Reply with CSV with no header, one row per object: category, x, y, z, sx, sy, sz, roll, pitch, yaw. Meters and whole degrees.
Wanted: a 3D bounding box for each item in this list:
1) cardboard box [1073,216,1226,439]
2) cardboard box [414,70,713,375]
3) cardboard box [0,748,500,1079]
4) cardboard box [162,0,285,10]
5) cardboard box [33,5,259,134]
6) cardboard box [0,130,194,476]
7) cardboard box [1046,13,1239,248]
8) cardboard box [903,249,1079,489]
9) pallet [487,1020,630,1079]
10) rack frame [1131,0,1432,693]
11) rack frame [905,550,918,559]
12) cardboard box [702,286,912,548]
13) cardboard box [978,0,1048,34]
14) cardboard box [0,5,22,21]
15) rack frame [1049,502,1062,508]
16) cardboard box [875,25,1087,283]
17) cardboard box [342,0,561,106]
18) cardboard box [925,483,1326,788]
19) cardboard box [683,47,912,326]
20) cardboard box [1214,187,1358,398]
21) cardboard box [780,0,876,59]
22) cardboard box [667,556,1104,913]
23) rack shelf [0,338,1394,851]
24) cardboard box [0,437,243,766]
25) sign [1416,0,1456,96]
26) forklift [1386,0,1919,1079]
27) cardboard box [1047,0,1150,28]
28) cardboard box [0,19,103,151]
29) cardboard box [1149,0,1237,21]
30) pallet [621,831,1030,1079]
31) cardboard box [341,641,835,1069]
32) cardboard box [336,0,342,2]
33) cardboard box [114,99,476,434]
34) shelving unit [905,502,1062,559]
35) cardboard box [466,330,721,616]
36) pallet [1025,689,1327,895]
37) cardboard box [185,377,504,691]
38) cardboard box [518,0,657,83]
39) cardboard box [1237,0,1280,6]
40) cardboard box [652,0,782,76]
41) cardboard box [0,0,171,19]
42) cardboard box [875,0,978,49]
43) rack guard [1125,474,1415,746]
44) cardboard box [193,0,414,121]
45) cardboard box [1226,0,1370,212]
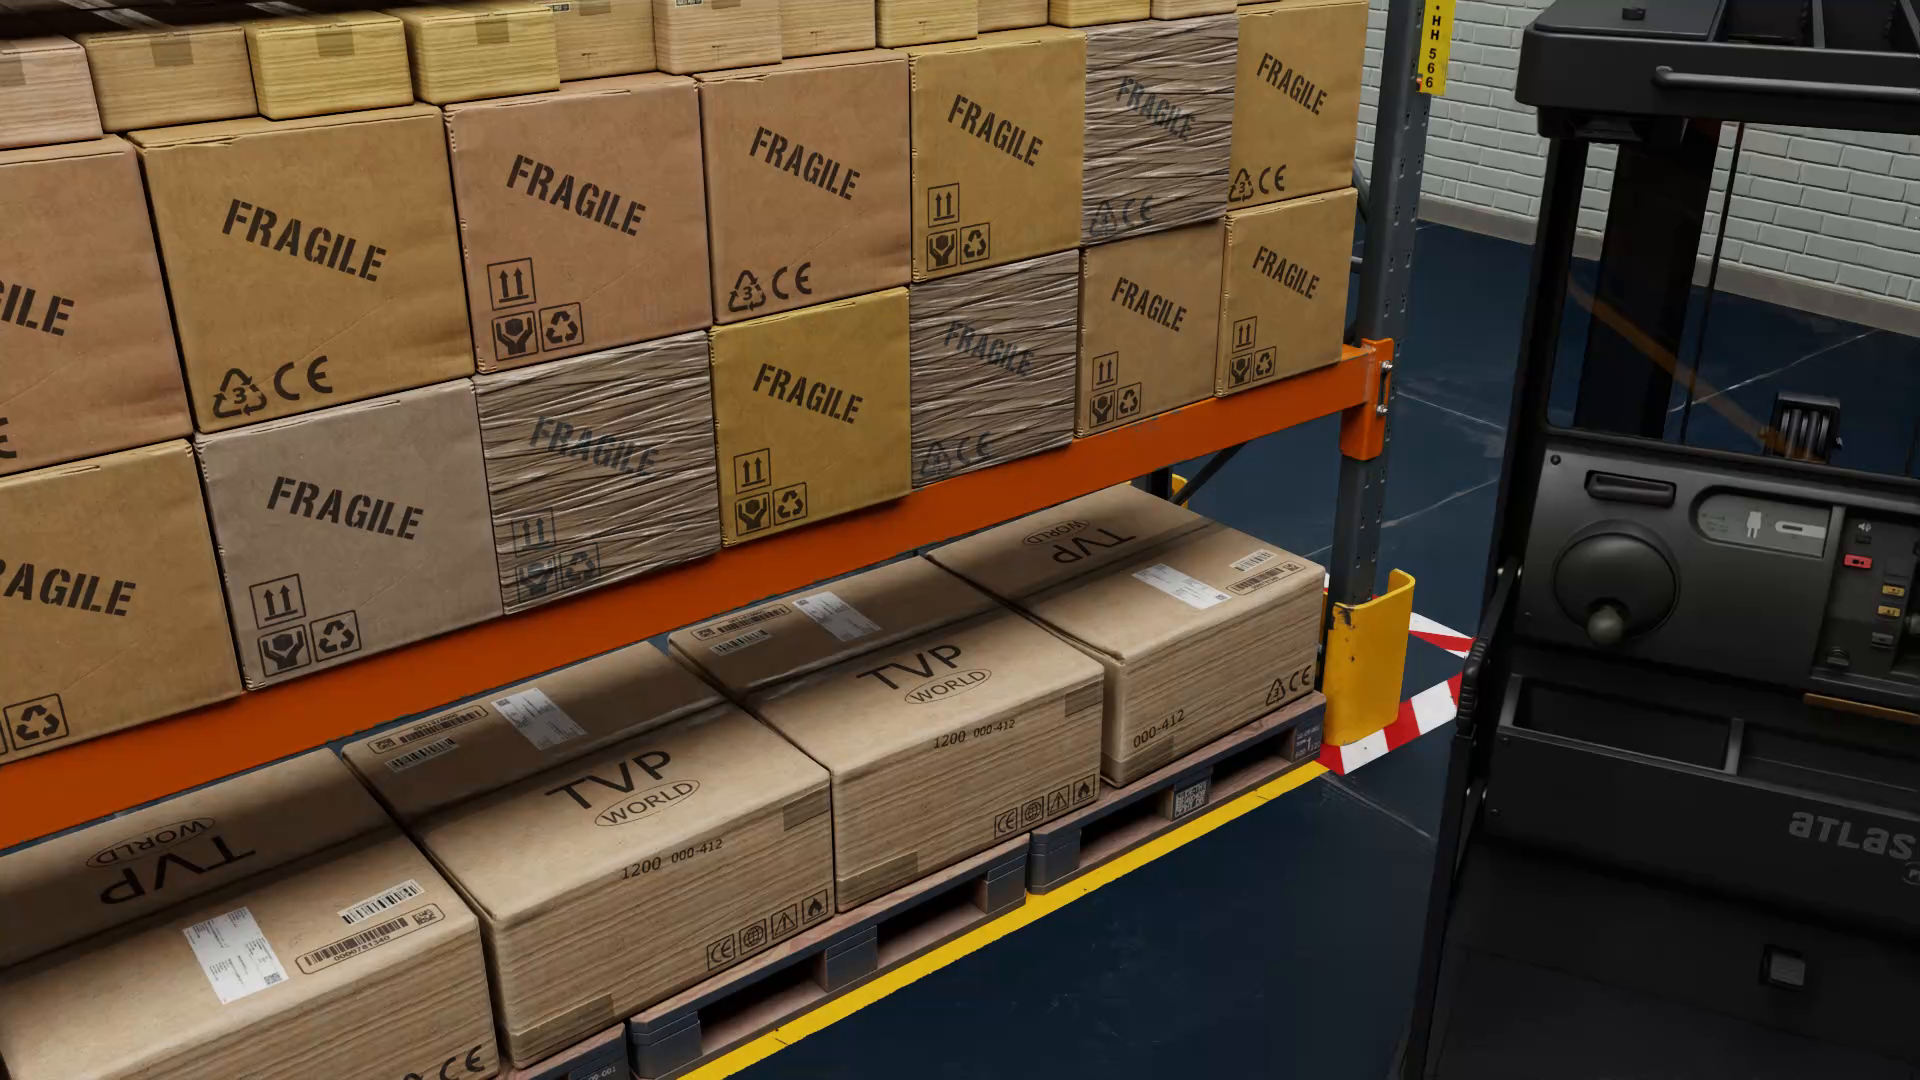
cardboard box,0.339,-0.627,4.420,0.500,0.500,0.500,-19,31,-35
cardboard box,-0.853,-0.682,3.350,0.500,0.500,0.500,-18,30,-33
cardboard box,-1.628,0.963,3.657,0.875,0.438,0.875,-19,31,-35
cardboard box,-1.478,-1.026,3.320,0.250,0.149,0.380,-19,31,-34
cardboard box,-1.413,-0.823,2.883,0.250,0.149,0.380,-19,31,-35
cardboard box,-1.664,-0.424,2.793,0.500,0.500,0.500,-18,30,-34
cardboard box,0.333,-1.070,4.185,0.500,0.500,0.500,-18,30,-34
cardboard box,-0.060,-0.491,4.125,0.500,0.500,0.500,-17,30,-33
pallet,-1.542,1.212,3.888,1.213,0.211,1.003,-18,31,-34
rack frame,0.959,-0.920,5.170,0.127,3.000,1.000,-18,31,-34
rack frame,-0.293,-0.583,6.226,0.023,1.500,0.400,-18,31,-34
cardboard box,-0.459,-0.352,3.827,0.500,0.500,0.500,-17,30,-33
cardboard box,-0.009,-1.289,3.887,0.250,0.149,0.380,-19,31,-34
cardboard box,-1.868,-0.893,3.033,0.250,0.149,0.380,-17,30,-33
rack frame,0.283,-0.774,6.635,0.023,1.500,0.400,-18,31,-34
cardboard box,-0.058,-0.942,3.911,0.500,0.500,0.500,-18,31,-34
cardboard box,-0.953,-0.927,3.106,0.250,0.149,0.380,-19,31,-35
cardboard box,0.501,0.256,5.180,0.875,0.438,0.875,-19,31,-36
cardboard box,-0.455,-0.812,3.631,0.500,0.500,0.500,-19,31,-34
cardboard box,0.743,-0.753,4.690,0.500,0.500,0.500,-18,30,-34
cardboard box,-0.388,-1.142,3.571,0.250,0.149,0.380,-17,30,-32
cardboard box,-0.214,0.496,4.662,0.875,0.438,0.875,-17,30,-33
rack shelf,-0.615,-0.075,4.202,4.000,0.370,1.077,-18,31,-34
cardboard box,-1.658,0.038,2.986,0.500,0.500,0.500,-17,30,-32
sign,1.283,-1.370,4.482,0.005,0.325,0.100,-18,31,-34
forklift,1.510,0.101,3.050,1.130,2.935,3.031,11,27,22
cardboard box,0.240,-1.333,3.983,0.250,0.149,0.380,-17,30,-33
cardboard box,-1.588,-0.742,2.710,0.250,0.149,0.380,-18,30,-33
cardboard box,0.464,-1.385,4.095,0.250,0.149,0.380,-19,31,-35
pallet,-0.581,0.893,4.575,1.213,0.211,1.003,-18,31,-34
cardboard box,-0.924,0.730,4.159,0.875,0.438,0.875,-19,31,-35
cardboard box,-1.303,-1.103,3.486,0.250,0.149,0.380,-19,31,-34
cardboard box,-1.263,-0.553,3.072,0.500,0.500,0.500,-19,31,-35
shelving unit,-0.005,-0.679,6.431,0.755,1.500,0.431,-18,31,-34
cardboard box,-0.864,-0.218,3.539,0.500,0.500,0.500,-18,30,-34
pallet,0.378,0.578,5.254,1.213,0.211,1.003,-18,31,-34
cardboard box,-1.259,-0.091,3.265,0.500,0.500,0.500,-18,30,-34
cardboard box,-0.806,-1.019,3.305,0.250,0.149,0.380,-18,31,-34
cardboard box,0.615,-1.480,4.299,0.250,0.149,0.380,-18,30,-33
cardboard box,-0.570,-1.060,3.394,0.250,0.149,0.380,-18,30,-34
cardboard box,-1.666,-0.954,3.165,0.250,0.149,0.380,-18,31,-34
cardboard box,-0.170,-1.204,3.705,0.250,0.149,0.380,-17,30,-33
rack guard,0.978,0.207,5.710,0.348,0.500,1.175,-18,31,-34
cardboard box,-1.180,-0.867,2.978,0.250,0.149,0.380,-19,31,-34
cardboard box,0.727,-1.215,4.499,0.500,0.500,0.500,-17,30,-32
